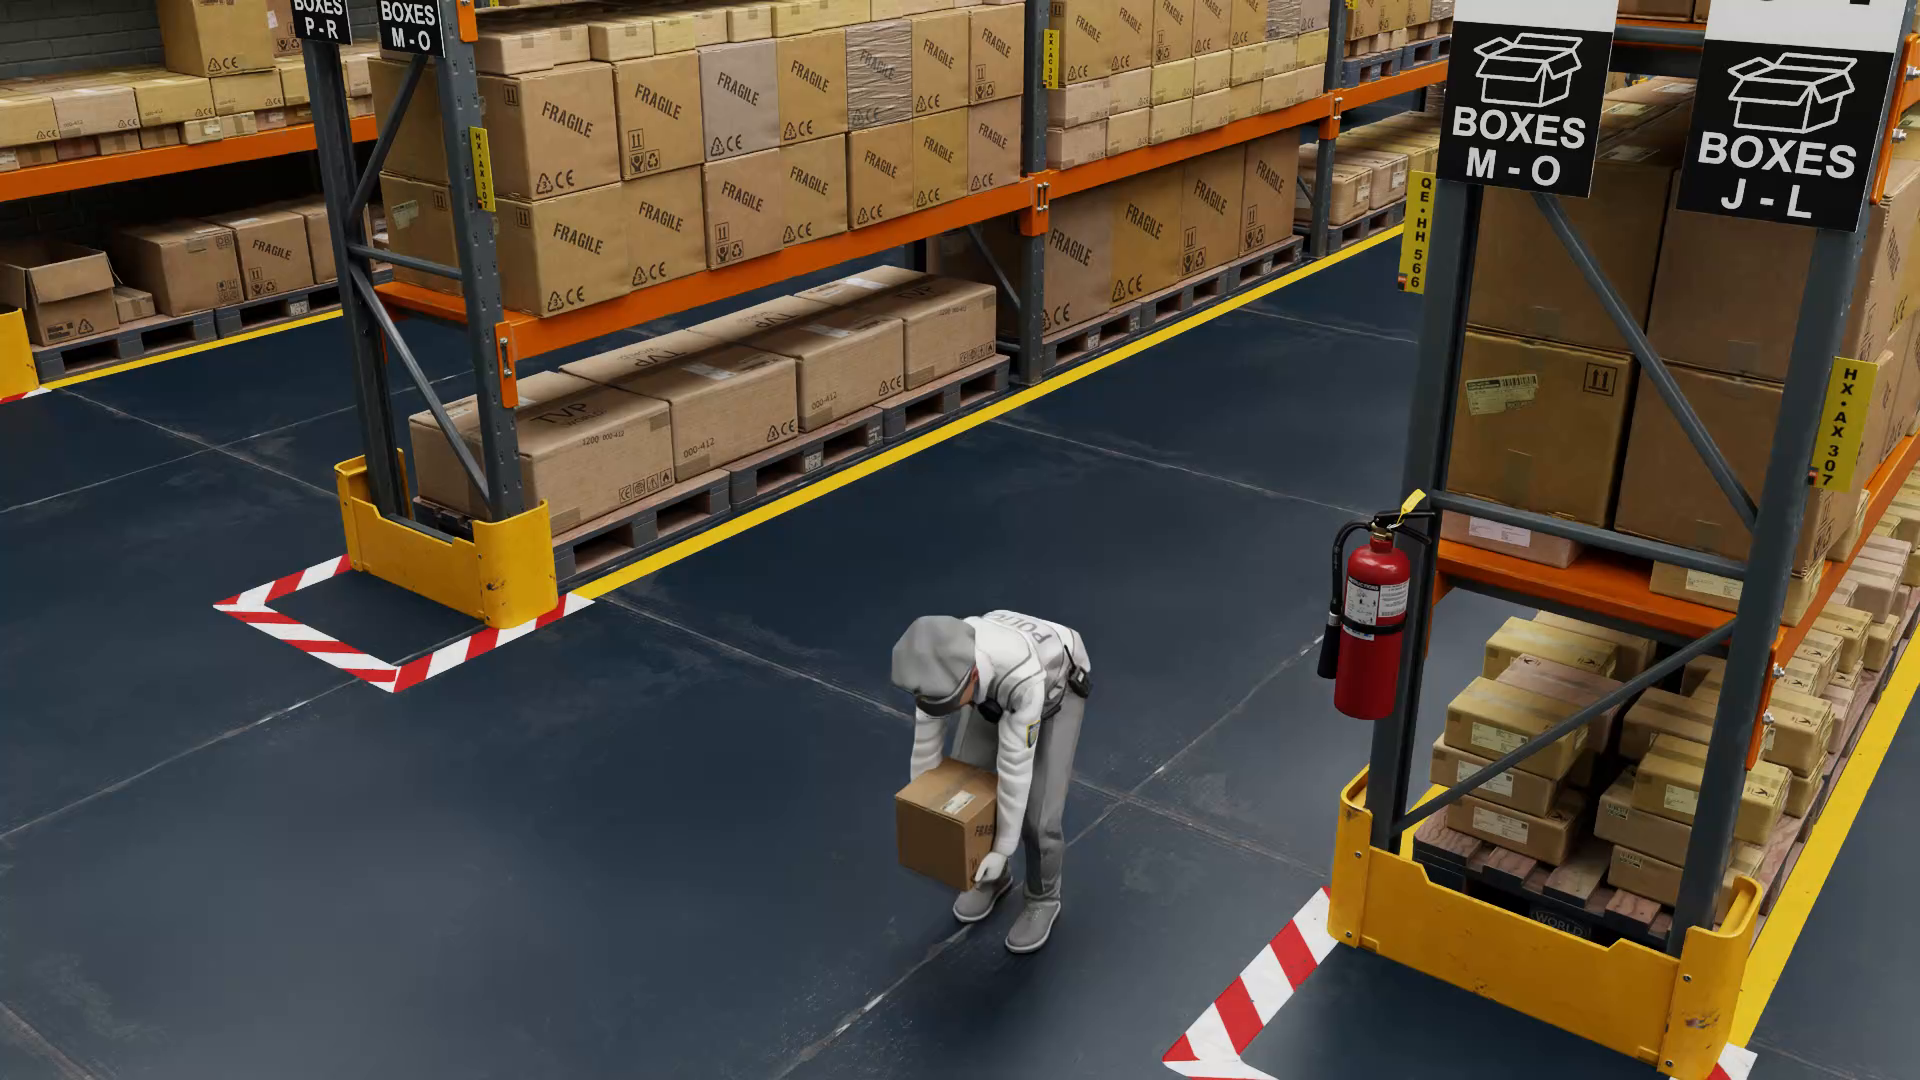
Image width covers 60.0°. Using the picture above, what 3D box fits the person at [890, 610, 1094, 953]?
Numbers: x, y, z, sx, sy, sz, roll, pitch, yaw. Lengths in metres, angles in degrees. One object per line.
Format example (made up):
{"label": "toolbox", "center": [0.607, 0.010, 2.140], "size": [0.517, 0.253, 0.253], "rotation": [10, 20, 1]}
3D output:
{"label": "person", "center": [0.083, 0.702, 4.996], "size": [0.424, 1.269, 0.888], "rotation": [12, 27, 26]}
